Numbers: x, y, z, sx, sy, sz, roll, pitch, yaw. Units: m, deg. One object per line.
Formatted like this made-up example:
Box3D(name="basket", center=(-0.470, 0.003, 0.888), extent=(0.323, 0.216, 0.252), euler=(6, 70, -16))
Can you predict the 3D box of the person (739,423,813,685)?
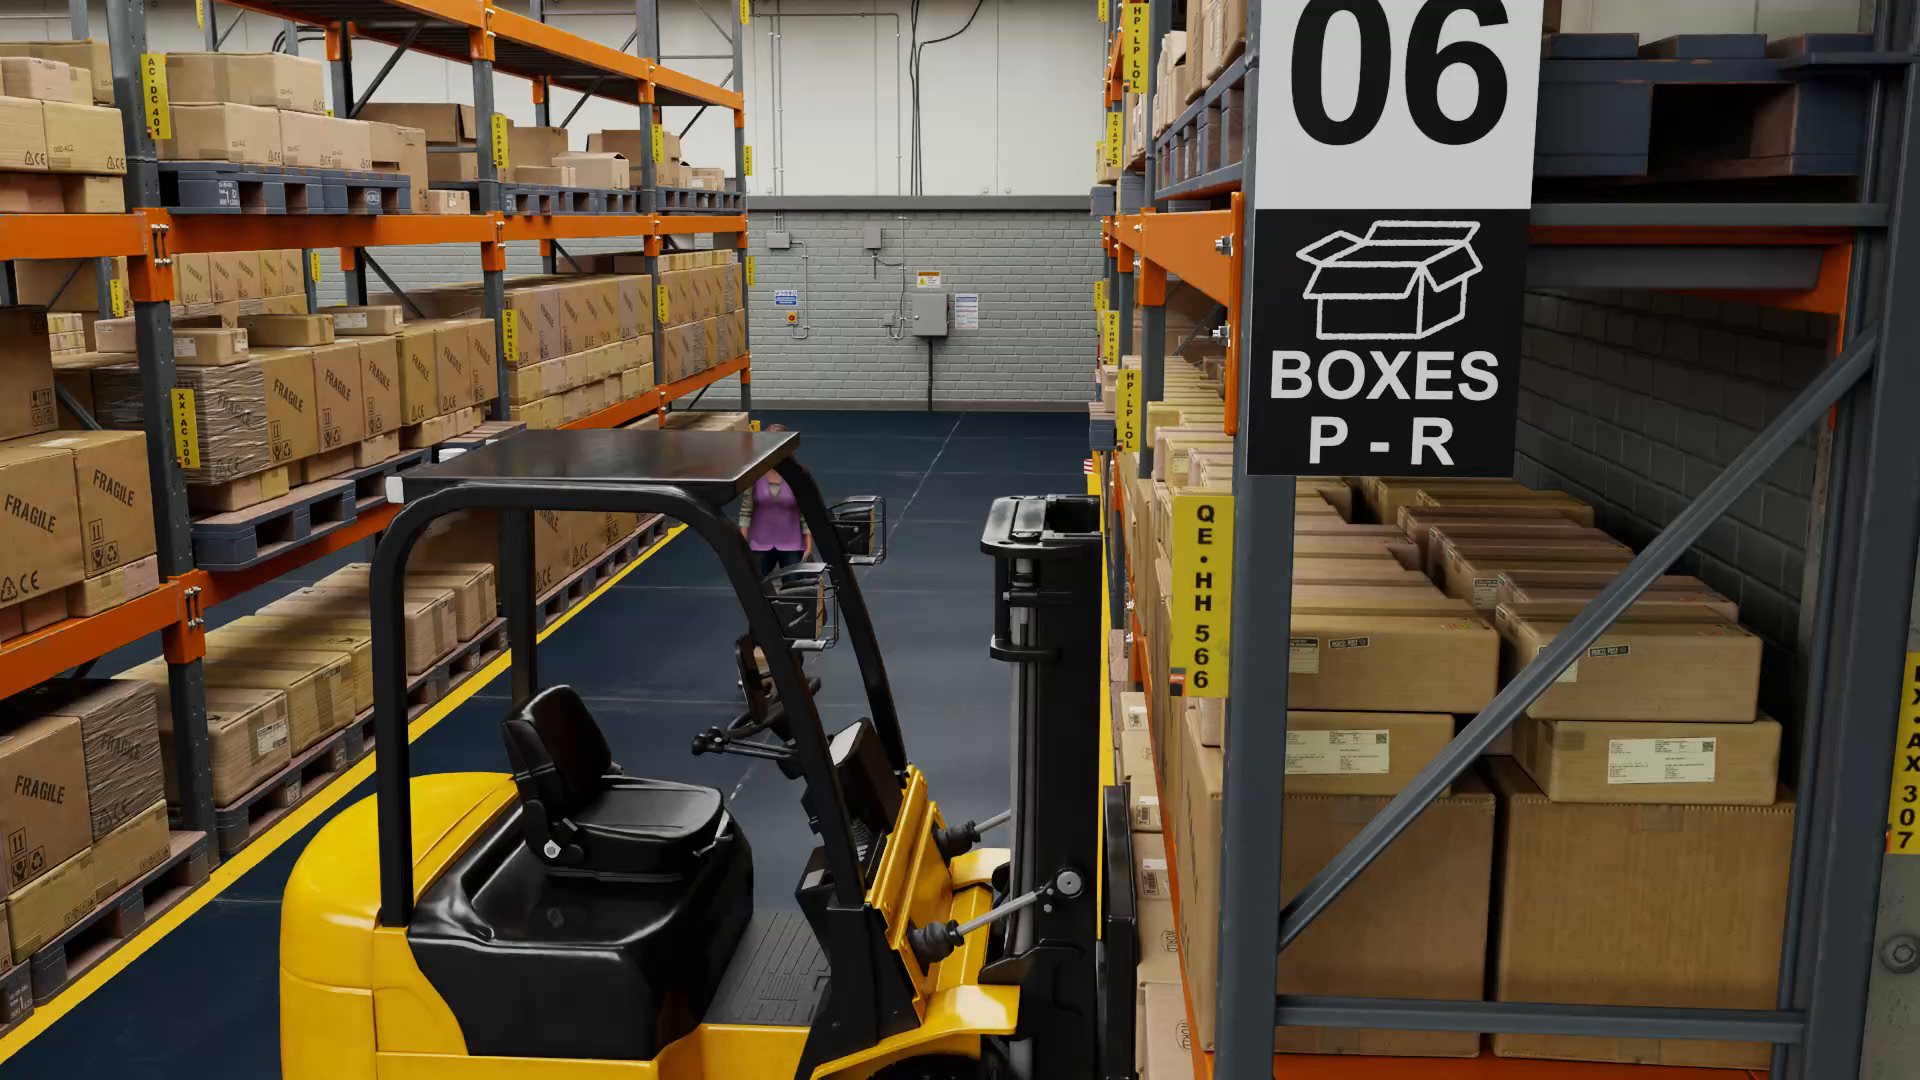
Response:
Box3D(name="person", center=(-1.107, 0.084, 10.033), extent=(0.467, 1.590, 0.346), euler=(0, 11, 2))
